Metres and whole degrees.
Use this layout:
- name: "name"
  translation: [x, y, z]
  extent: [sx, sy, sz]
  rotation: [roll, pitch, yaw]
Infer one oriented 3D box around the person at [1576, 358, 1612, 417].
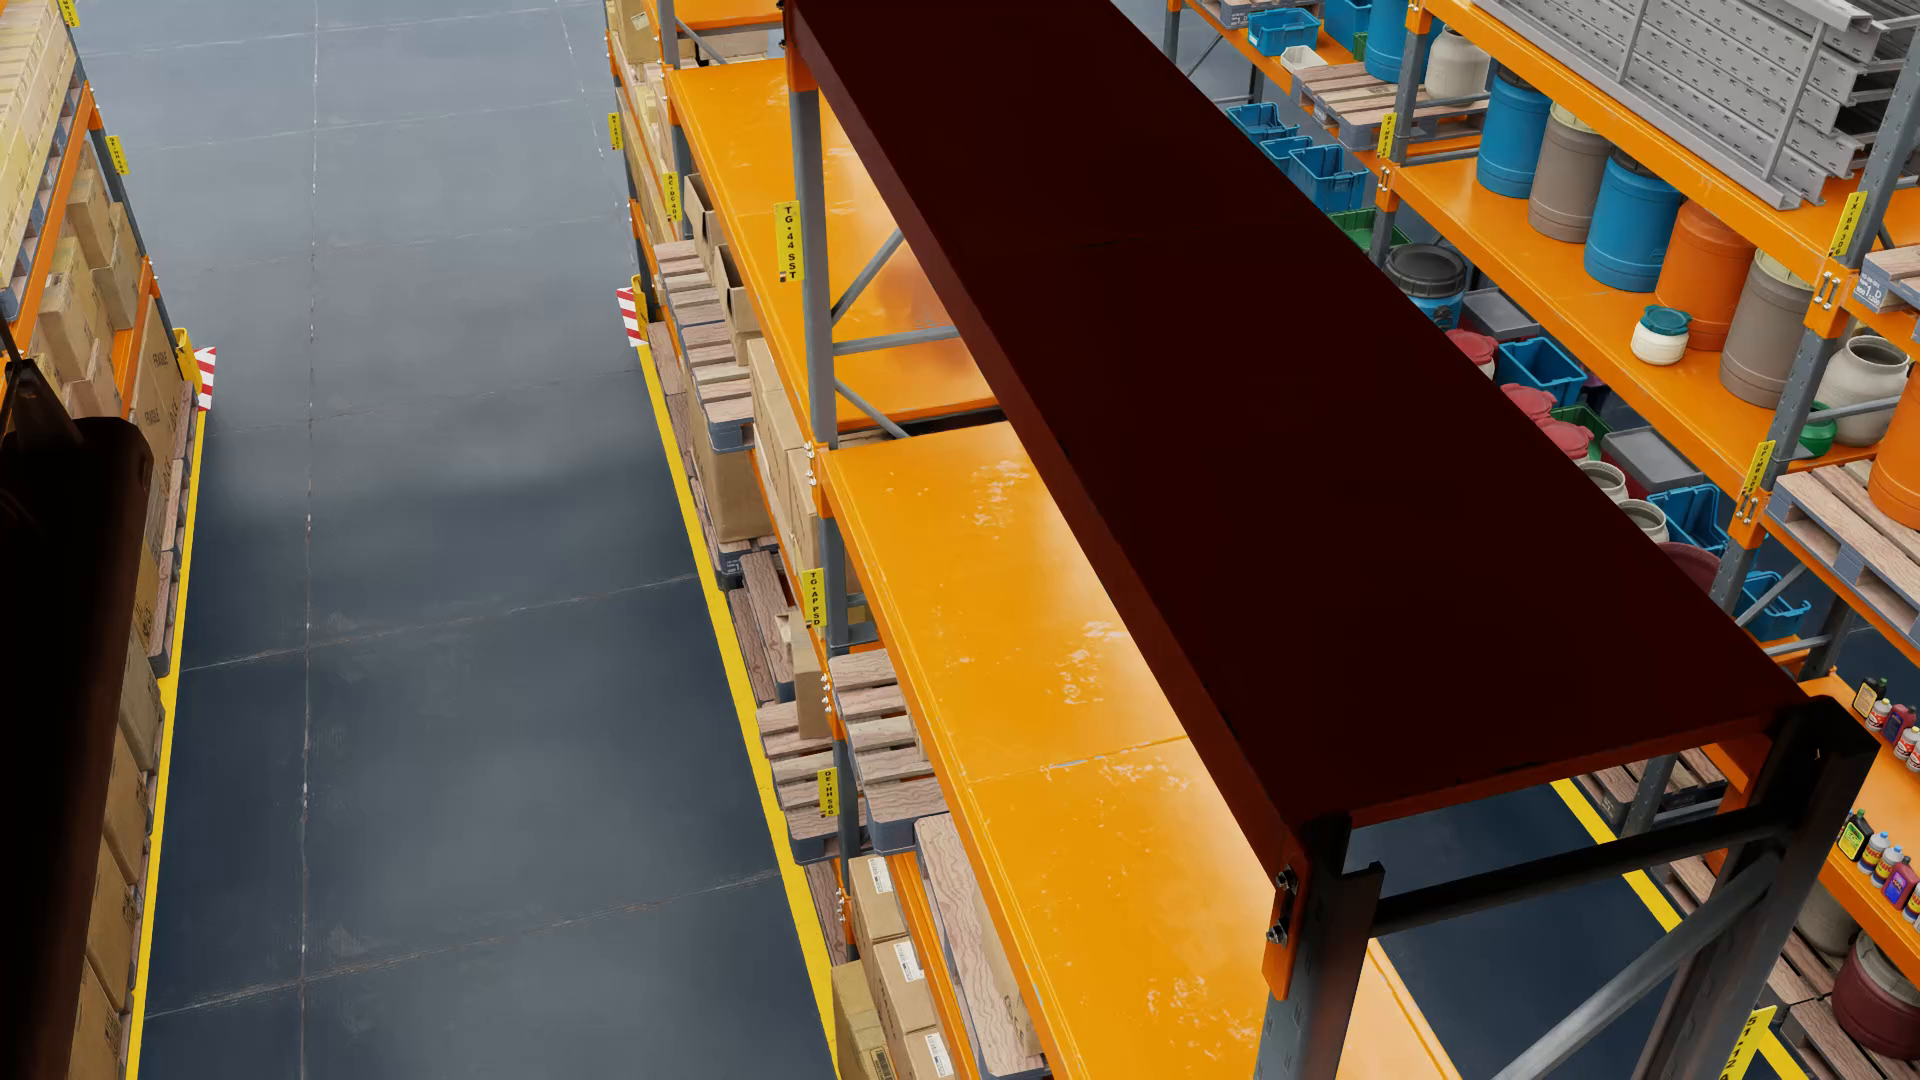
- name: "person"
  translation: [4.993, -1.261, 13.144]
  extent: [0.511, 1.616, 0.685]
  rotation: [-12, 40, -15]
